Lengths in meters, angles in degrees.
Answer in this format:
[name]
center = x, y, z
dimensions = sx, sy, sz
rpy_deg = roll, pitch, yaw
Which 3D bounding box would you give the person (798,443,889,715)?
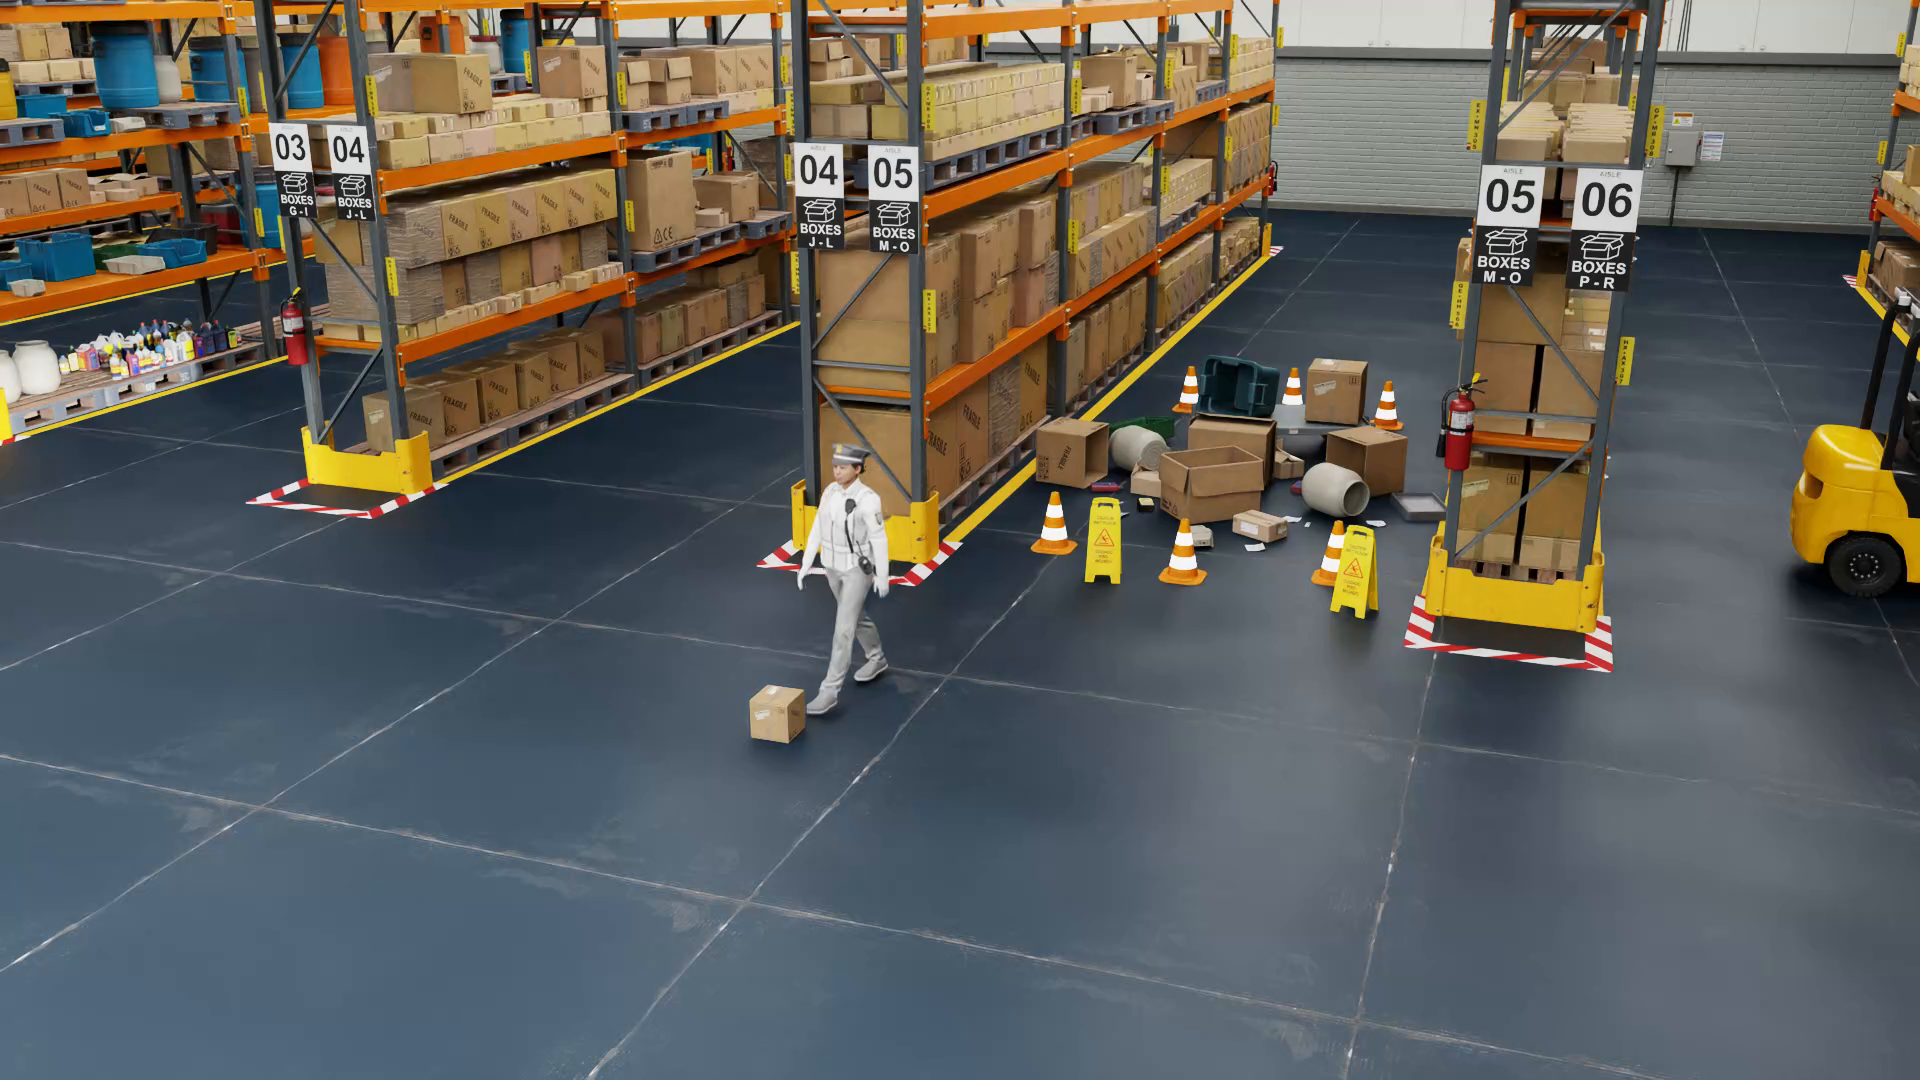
[person]
center = -0.776, 0.194, 10.432
dimensions = 0.505, 1.641, 0.917
rpy_deg = 17, 25, 40
